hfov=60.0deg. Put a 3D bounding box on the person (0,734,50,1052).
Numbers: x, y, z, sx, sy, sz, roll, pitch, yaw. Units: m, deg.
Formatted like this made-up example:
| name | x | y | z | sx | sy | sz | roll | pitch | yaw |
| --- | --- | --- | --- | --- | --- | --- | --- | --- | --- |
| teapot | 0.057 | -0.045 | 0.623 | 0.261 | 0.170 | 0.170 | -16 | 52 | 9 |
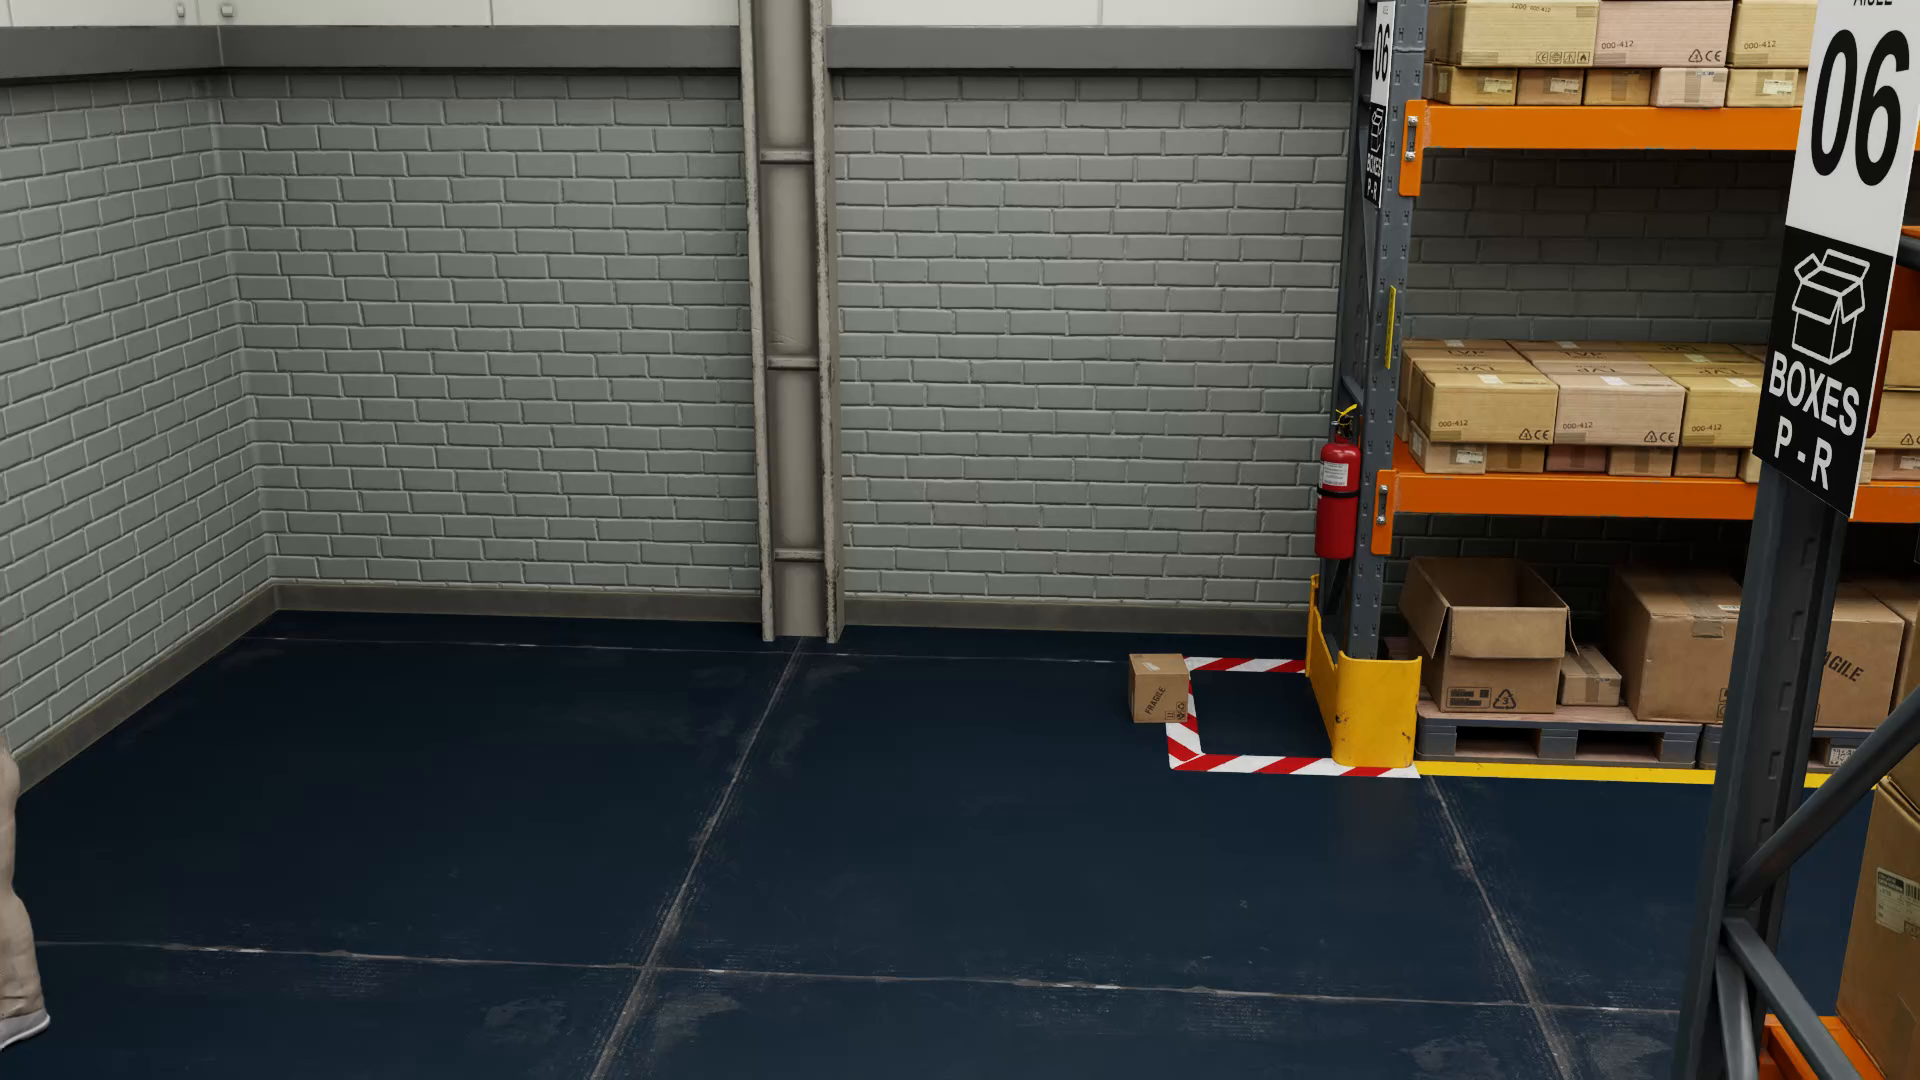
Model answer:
| name | x | y | z | sx | sy | sz | roll | pitch | yaw |
| --- | --- | --- | --- | --- | --- | --- | --- | --- | --- |
| person | -3.147 | 0.756 | 5.162 | 0.386 | 1.727 | 0.520 | -13 | 22 | -36 |
